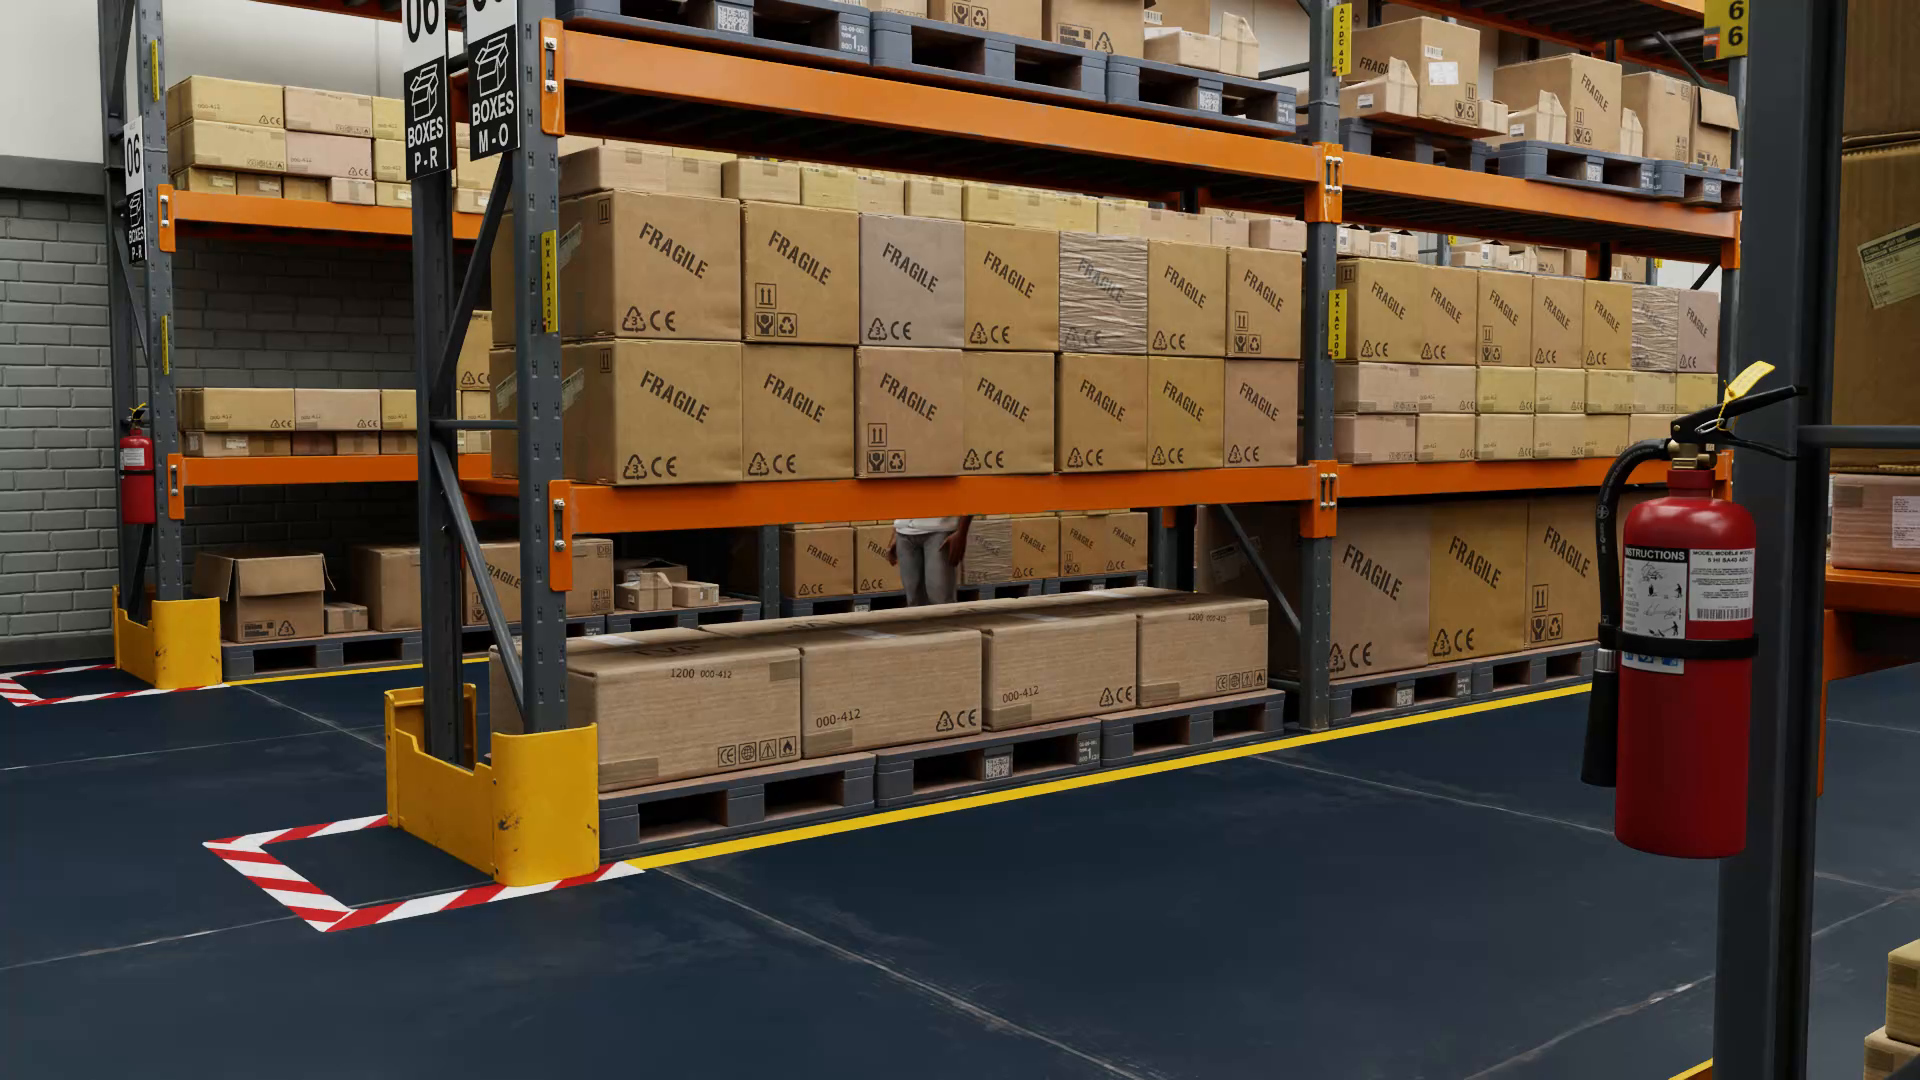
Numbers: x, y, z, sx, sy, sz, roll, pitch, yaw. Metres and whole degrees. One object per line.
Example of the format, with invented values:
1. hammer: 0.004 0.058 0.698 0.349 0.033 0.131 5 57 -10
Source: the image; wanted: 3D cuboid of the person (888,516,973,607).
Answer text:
1. person: -0.161 -0.024 9.126 0.597 1.794 0.454 4 6 43
